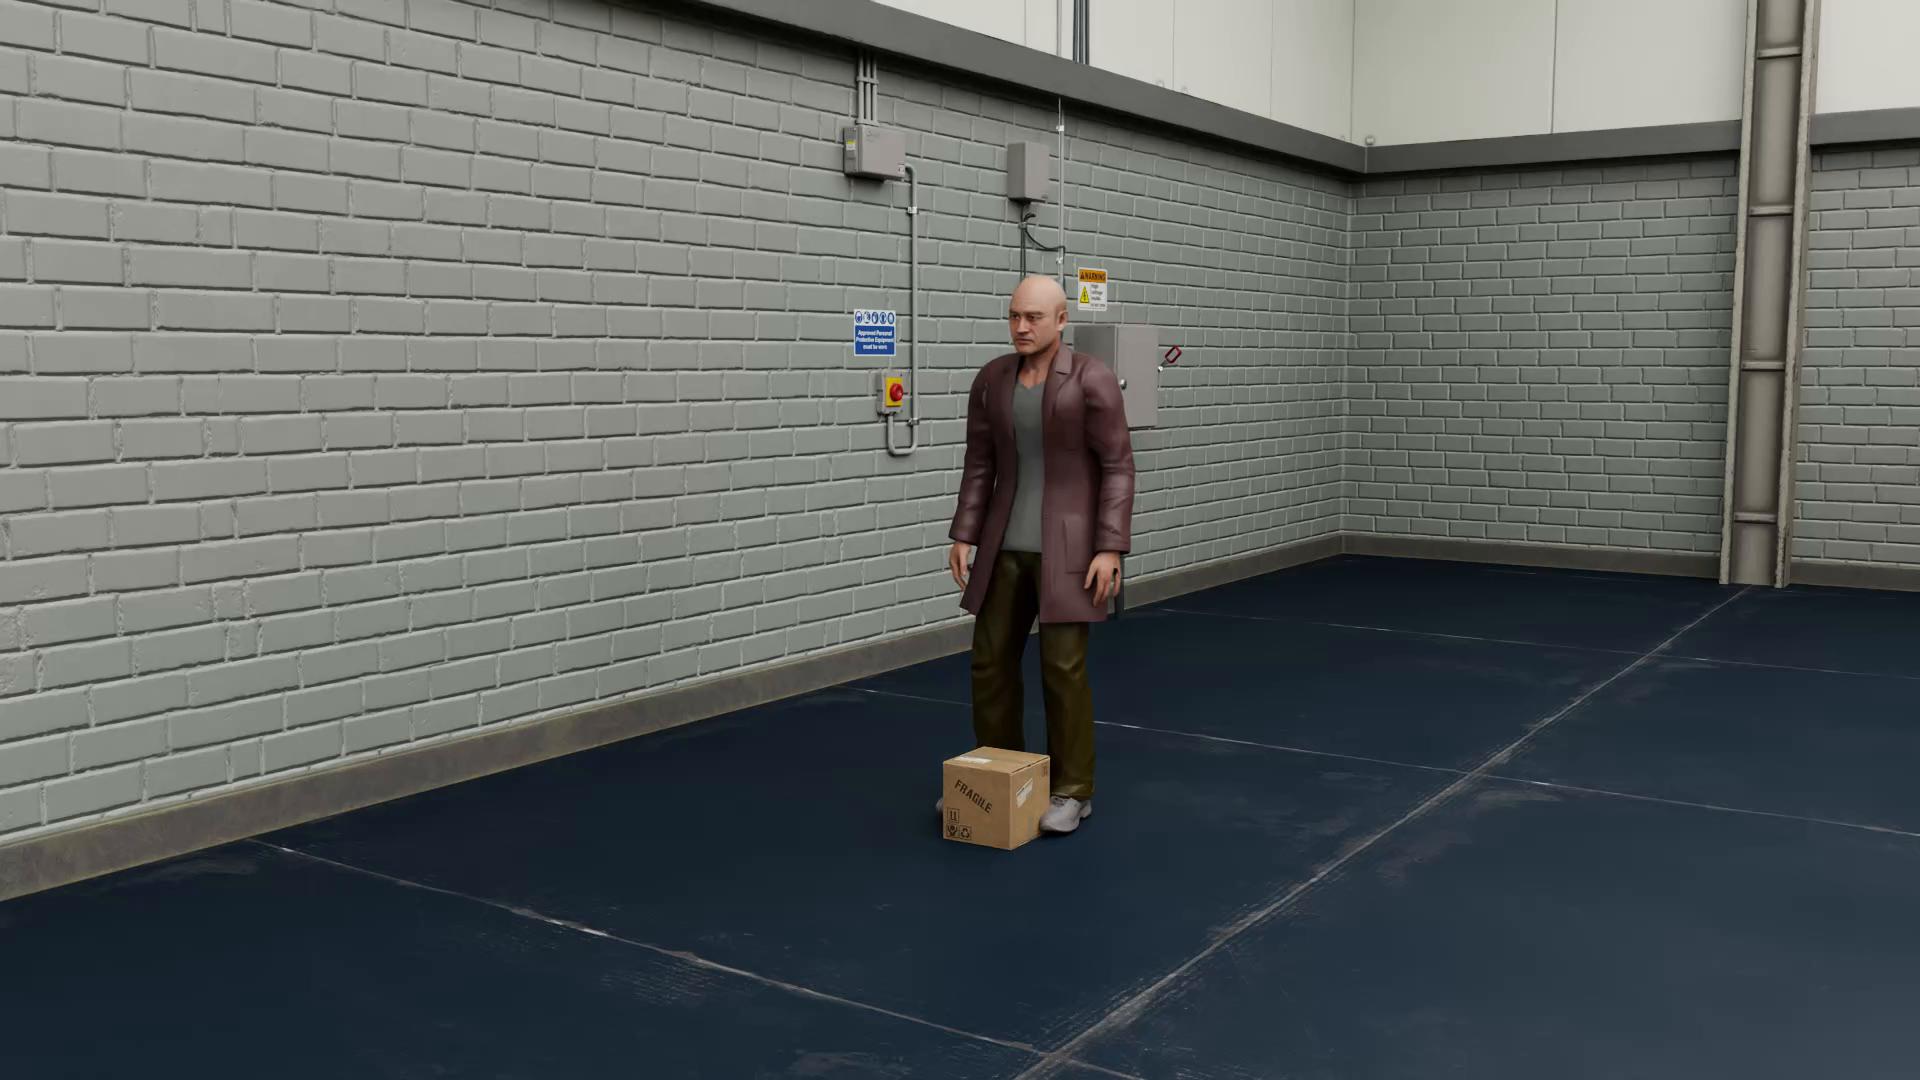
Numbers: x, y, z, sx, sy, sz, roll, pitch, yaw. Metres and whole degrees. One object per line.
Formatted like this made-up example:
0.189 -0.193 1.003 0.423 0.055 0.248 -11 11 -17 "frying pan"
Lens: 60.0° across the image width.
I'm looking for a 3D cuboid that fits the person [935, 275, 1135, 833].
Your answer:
0.258 0.038 5.410 0.655 1.774 0.416 4 7 32 "person"
